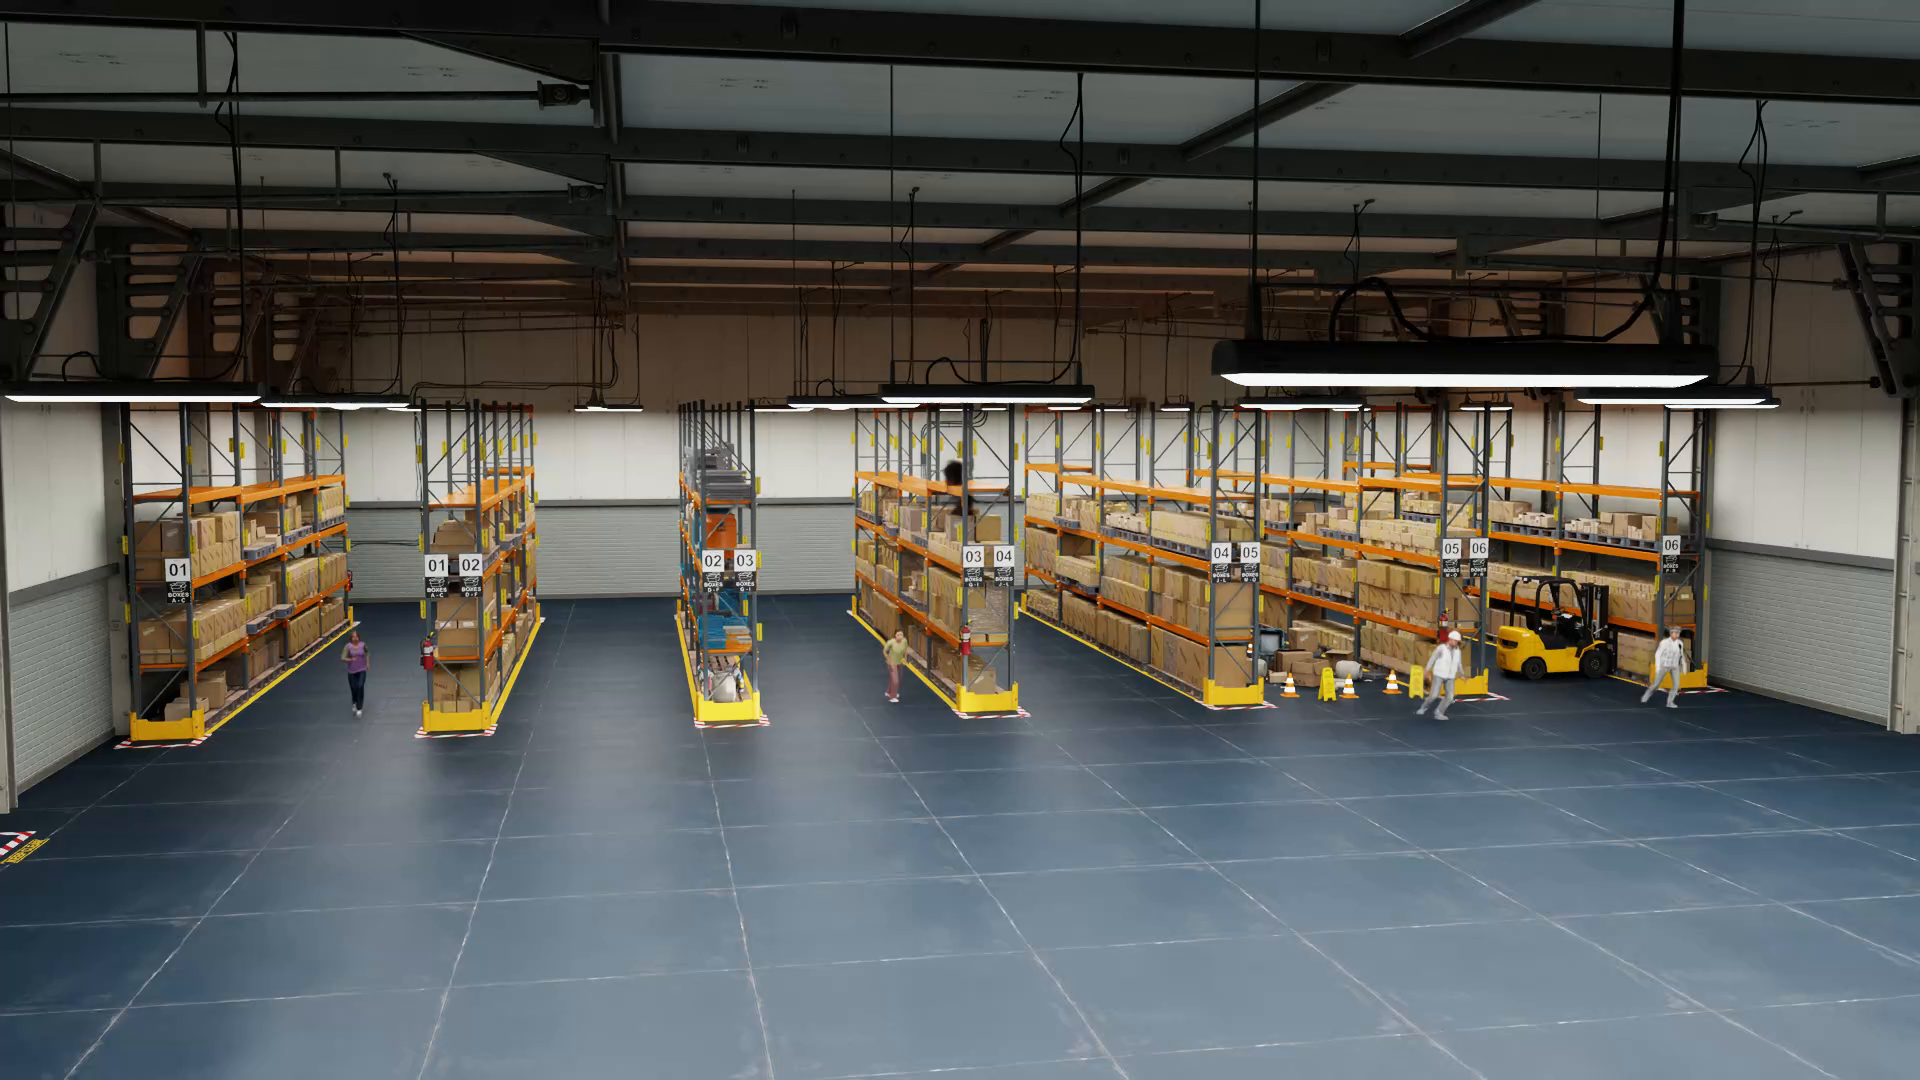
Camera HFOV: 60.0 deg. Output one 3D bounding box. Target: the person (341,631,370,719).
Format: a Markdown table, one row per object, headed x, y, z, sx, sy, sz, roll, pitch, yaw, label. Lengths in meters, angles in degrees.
| x | y | z | sx | sy | sz | roll | pitch | yaw | label |
| --- | --- | --- | --- | --- | --- | --- | --- | --- | --- |
| -11.477 | 2.521 | 31.596 | 0.495 | 1.626 | 0.824 | -1 | 4 | -17 | person |

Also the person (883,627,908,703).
| x | y | z | sx | sy | sz | roll | pitch | yaw | label |
| --- | --- | --- | --- | --- | --- | --- | --- | --- | --- |
| -1.305 | 2.464 | 33.095 | 0.635 | 1.537 | 0.809 | -4 | 6 | -40 | person |

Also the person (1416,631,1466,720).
| x | y | z | sx | sy | sz | roll | pitch | yaw | label |
| --- | --- | --- | --- | --- | --- | --- | --- | --- | --- |
| 9.010 | 2.522 | 31.087 | 0.803 | 1.694 | 0.679 | -1 | 5 | -17 | person |

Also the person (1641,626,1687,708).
| x | y | z | sx | sy | sz | roll | pitch | yaw | label |
| --- | --- | --- | --- | --- | --- | --- | --- | --- | --- |
| 13.816 | 2.455 | 32.595 | 0.718 | 1.612 | 0.652 | 0 | 4 | -3 | person |
